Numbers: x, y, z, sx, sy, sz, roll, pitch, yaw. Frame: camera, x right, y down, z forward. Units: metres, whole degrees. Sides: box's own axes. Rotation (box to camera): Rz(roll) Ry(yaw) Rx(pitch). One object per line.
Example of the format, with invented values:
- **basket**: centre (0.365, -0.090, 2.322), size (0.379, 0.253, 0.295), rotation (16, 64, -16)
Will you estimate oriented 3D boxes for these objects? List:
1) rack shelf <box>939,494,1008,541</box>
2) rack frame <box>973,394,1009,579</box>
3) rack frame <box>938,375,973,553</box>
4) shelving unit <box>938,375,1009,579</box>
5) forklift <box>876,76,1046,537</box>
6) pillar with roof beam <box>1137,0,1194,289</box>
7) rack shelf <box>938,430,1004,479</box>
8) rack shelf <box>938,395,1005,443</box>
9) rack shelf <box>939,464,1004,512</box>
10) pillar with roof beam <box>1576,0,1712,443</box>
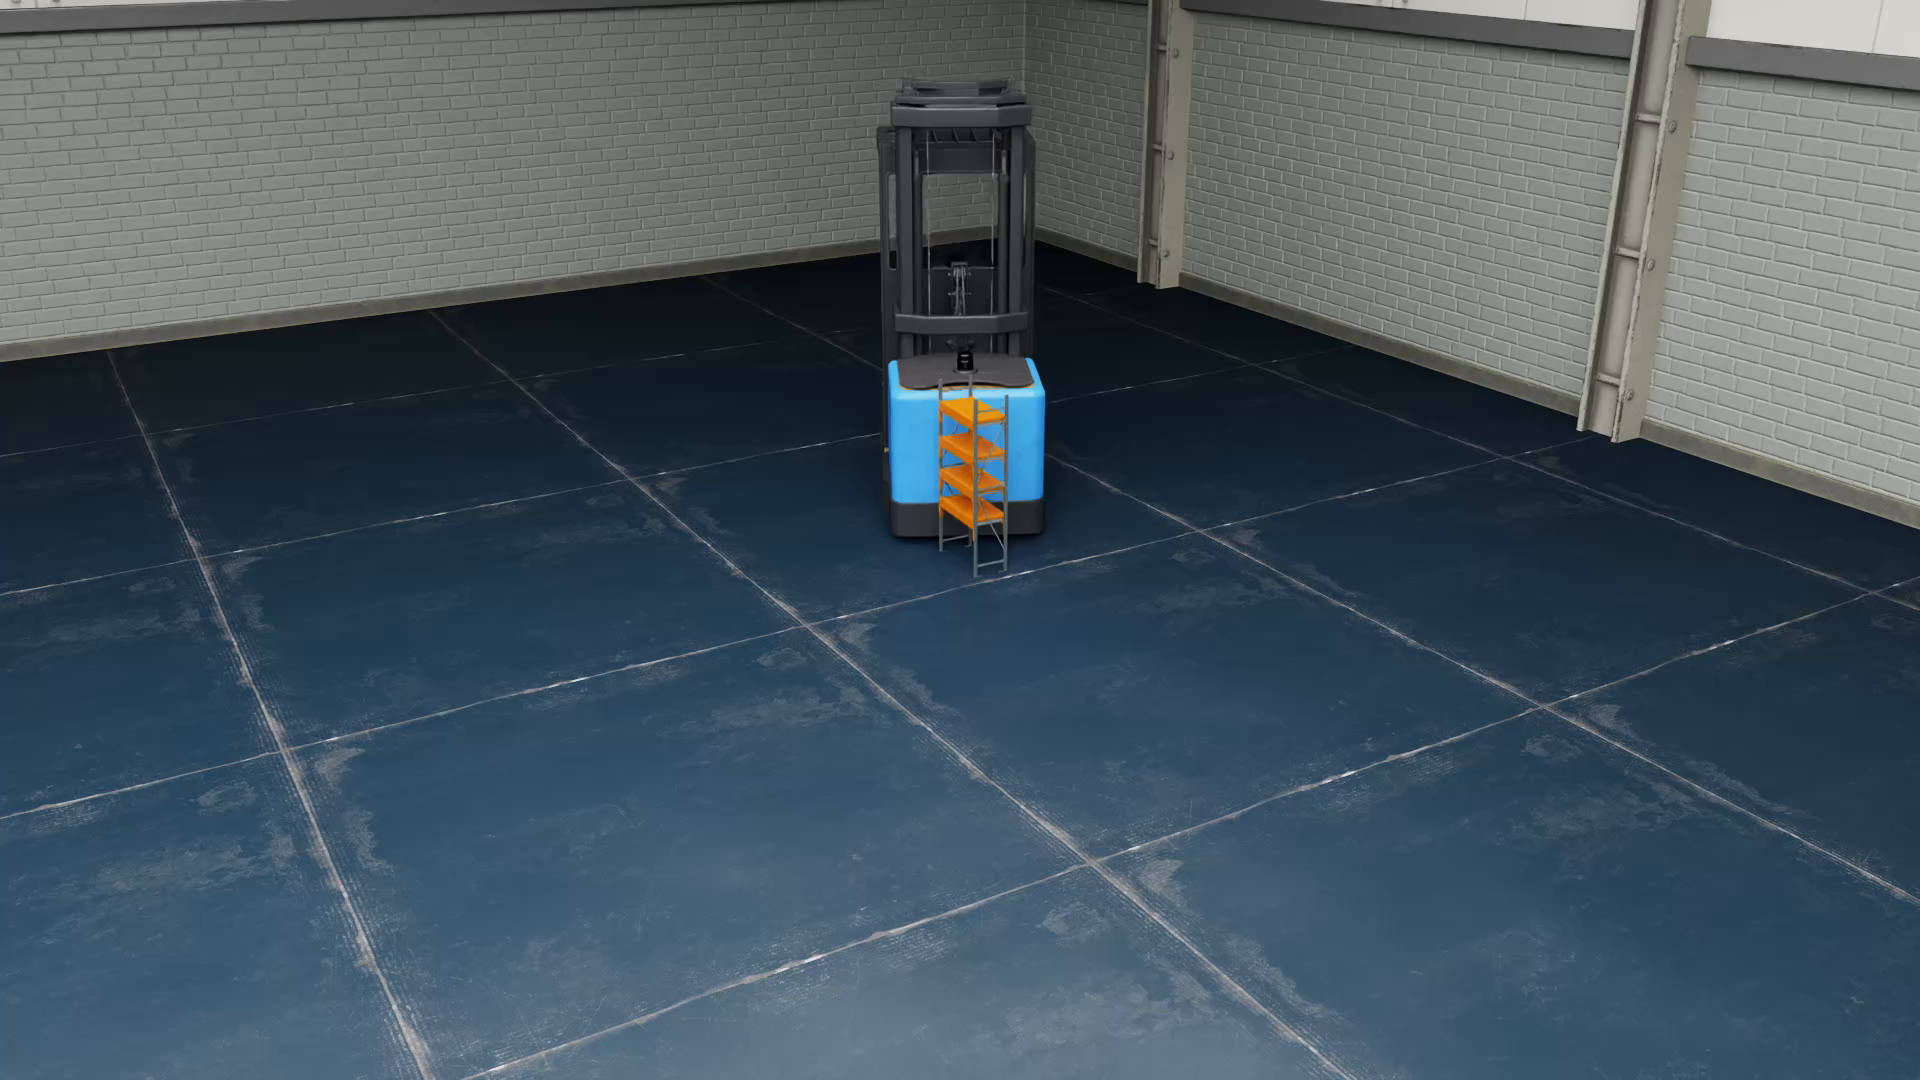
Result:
- **rack shelf**: centre (0.083, -0.164, 10.827), size (0.258, 0.148, 0.480), rotation (-11, 25, -25)
- **rack frame**: centre (0.195, -0.329, 10.526), size (0.240, 1.200, 0.015), rotation (-11, 25, -25)
- **rack frame**: centre (-0.029, -0.492, 10.928), size (0.240, 1.200, 0.015), rotation (-11, 25, -25)
- **shelving unit**: centre (0.083, -0.410, 10.727), size (0.258, 1.200, 0.503), rotation (-11, 25, -25)
- **forklift**: centre (-0.036, -1.890, 12.069), size (1.130, 2.935, 3.031), rotation (-1, 22, -3)
- **pillar with roof beam**: centre (-1.524, -6.148, 14.486), size (9.100, 9.000, 0.400), rotation (-13, 25, -28)
- **rack shelf**: centre (0.083, -0.555, 10.668), size (0.258, 0.148, 0.480), rotation (-11, 25, -25)
- **rack shelf**: centre (0.083, -0.774, 10.579), size (0.258, 0.148, 0.480), rotation (-11, 25, -25)
- **rack shelf**: centre (0.083, -0.348, 10.753), size (0.258, 0.148, 0.480), rotation (-11, 25, -25)
- **pillar with roof beam**: centre (1.541, -4.206, 9.707), size (9.100, 9.000, 0.400), rotation (-13, 25, -28)
